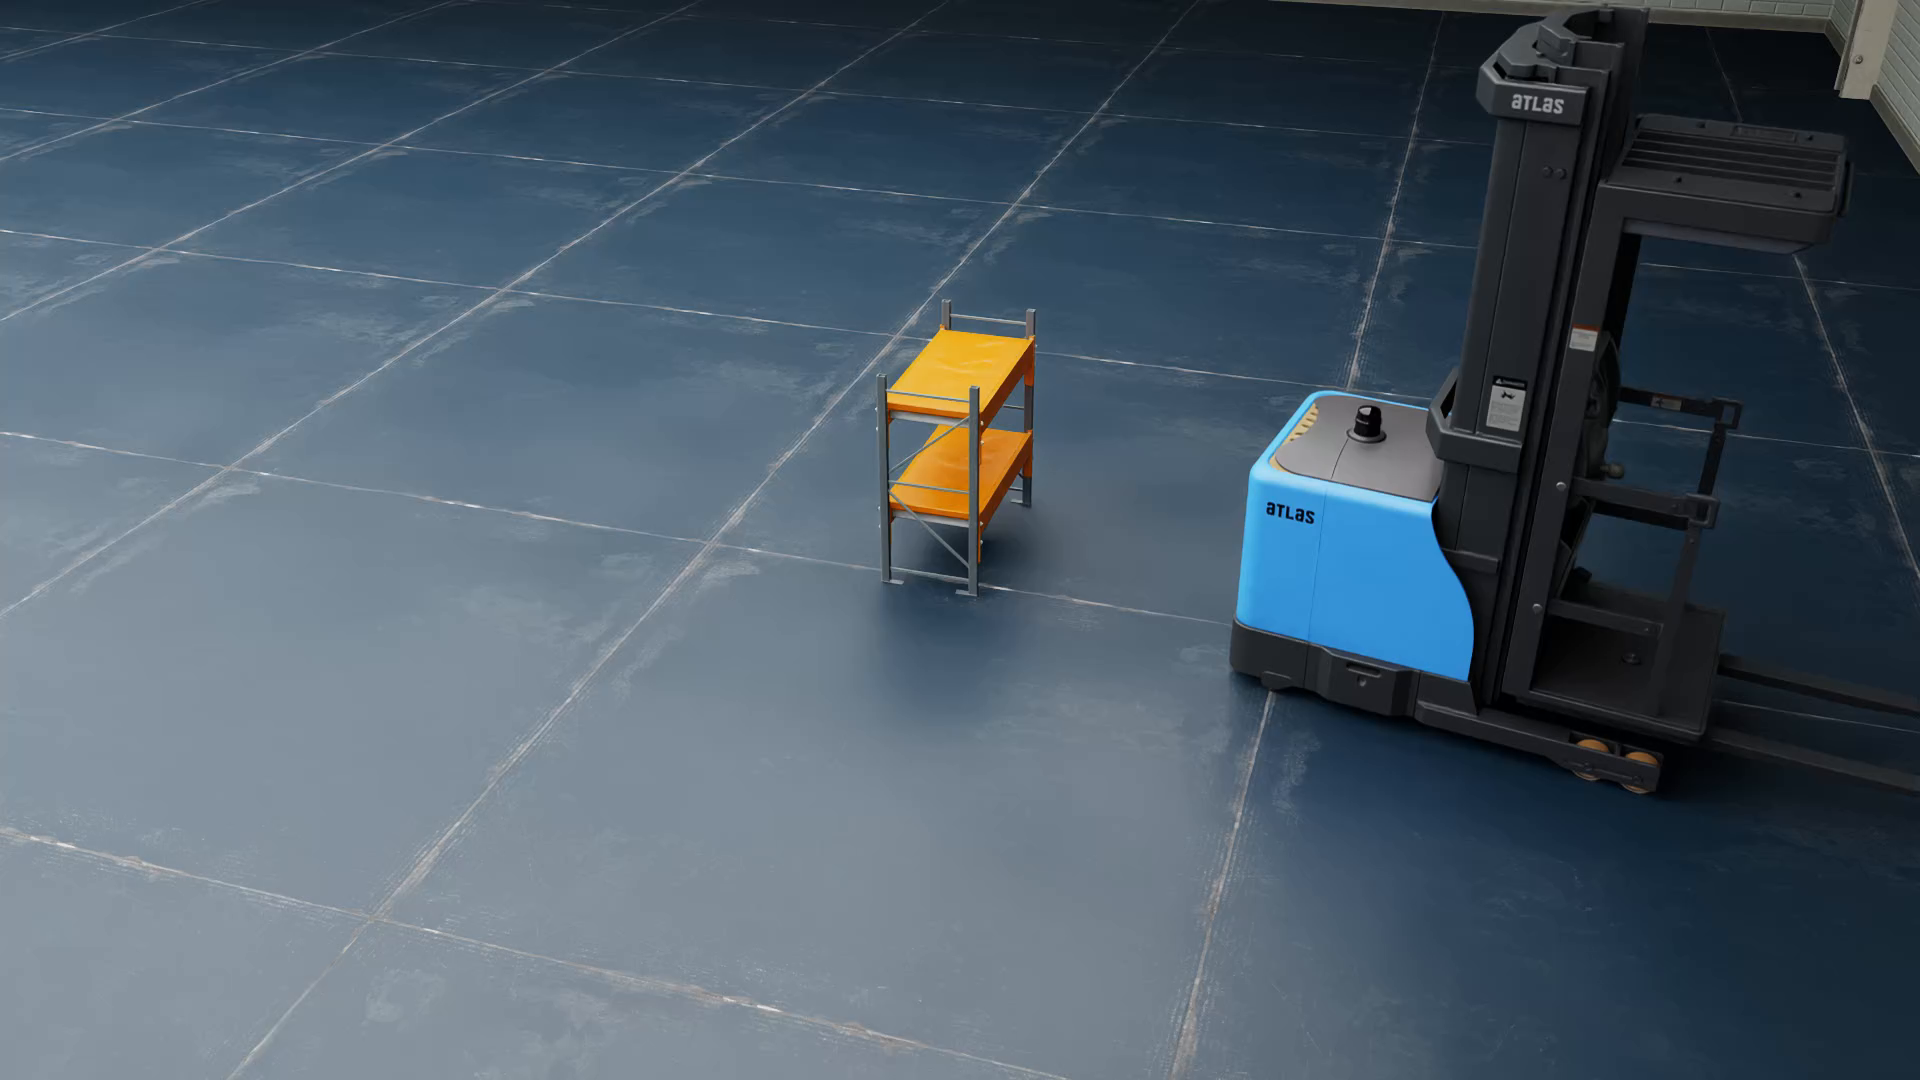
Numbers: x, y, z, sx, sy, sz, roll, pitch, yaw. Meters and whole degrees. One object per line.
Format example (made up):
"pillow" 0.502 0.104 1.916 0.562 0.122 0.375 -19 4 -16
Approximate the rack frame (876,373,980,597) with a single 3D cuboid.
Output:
"rack frame" -0.151 -0.252 8.046 0.500 1.125 0.032 8 30 15

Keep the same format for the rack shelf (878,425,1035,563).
"rack shelf" -0.002 -0.275 8.590 0.538 0.278 1.000 8 30 15

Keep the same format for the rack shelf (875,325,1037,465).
"rack shelf" -0.002 -0.744 8.329 0.538 0.278 1.000 8 30 15

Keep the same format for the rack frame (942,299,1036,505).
"rack frame" 0.147 -0.725 8.896 0.500 1.125 0.032 8 30 15

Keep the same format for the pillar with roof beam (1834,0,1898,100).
"pillar with roof beam" 4.963 -9.081 15.818 9.100 9.000 0.400 8 30 15

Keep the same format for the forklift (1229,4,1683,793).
"forklift" 2.781 -0.531 6.689 3.031 2.935 1.130 14 32 23

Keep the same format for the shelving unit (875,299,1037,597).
"shelving unit" -0.002 -0.488 8.471 0.538 1.125 1.048 8 30 15
